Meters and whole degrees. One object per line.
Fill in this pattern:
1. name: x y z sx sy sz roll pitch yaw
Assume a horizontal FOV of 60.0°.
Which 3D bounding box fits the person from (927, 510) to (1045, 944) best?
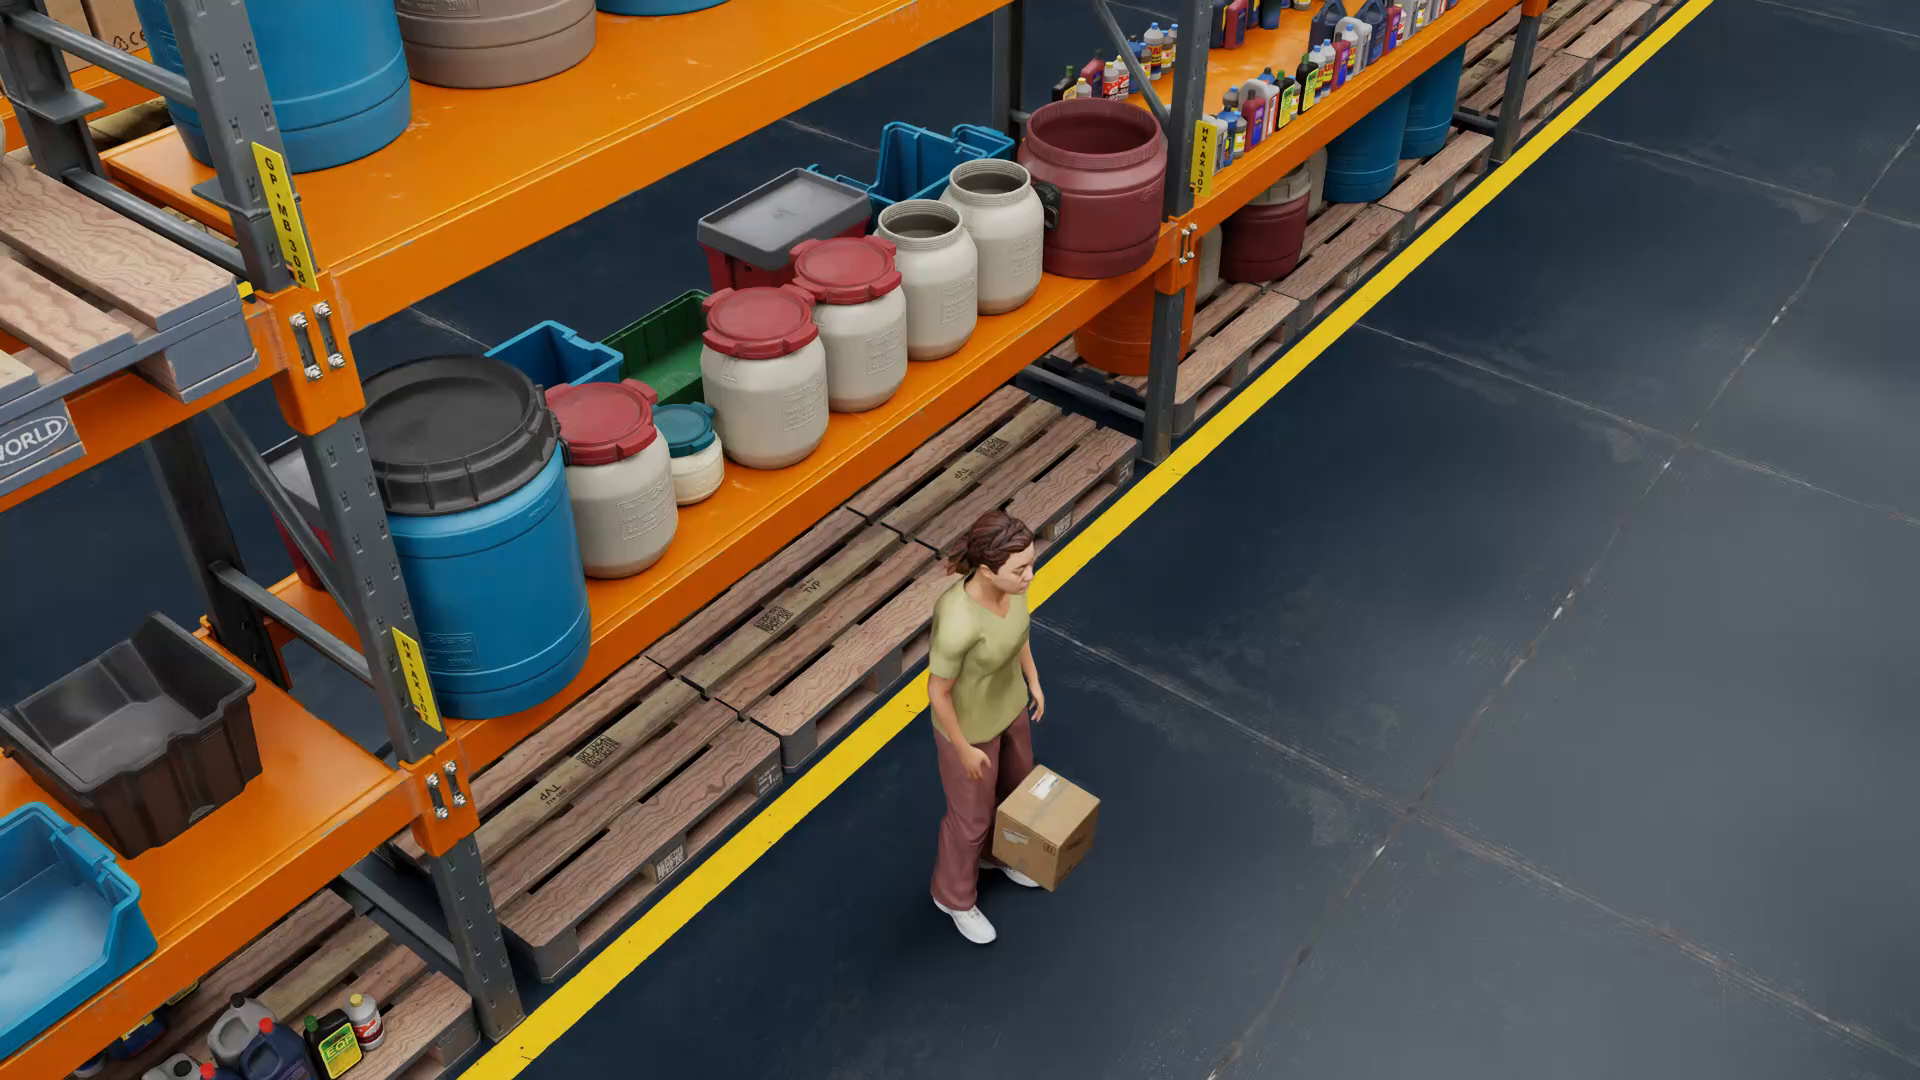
1. person: 0.095 0.583 5.434 0.361 1.675 0.483 24 45 27
